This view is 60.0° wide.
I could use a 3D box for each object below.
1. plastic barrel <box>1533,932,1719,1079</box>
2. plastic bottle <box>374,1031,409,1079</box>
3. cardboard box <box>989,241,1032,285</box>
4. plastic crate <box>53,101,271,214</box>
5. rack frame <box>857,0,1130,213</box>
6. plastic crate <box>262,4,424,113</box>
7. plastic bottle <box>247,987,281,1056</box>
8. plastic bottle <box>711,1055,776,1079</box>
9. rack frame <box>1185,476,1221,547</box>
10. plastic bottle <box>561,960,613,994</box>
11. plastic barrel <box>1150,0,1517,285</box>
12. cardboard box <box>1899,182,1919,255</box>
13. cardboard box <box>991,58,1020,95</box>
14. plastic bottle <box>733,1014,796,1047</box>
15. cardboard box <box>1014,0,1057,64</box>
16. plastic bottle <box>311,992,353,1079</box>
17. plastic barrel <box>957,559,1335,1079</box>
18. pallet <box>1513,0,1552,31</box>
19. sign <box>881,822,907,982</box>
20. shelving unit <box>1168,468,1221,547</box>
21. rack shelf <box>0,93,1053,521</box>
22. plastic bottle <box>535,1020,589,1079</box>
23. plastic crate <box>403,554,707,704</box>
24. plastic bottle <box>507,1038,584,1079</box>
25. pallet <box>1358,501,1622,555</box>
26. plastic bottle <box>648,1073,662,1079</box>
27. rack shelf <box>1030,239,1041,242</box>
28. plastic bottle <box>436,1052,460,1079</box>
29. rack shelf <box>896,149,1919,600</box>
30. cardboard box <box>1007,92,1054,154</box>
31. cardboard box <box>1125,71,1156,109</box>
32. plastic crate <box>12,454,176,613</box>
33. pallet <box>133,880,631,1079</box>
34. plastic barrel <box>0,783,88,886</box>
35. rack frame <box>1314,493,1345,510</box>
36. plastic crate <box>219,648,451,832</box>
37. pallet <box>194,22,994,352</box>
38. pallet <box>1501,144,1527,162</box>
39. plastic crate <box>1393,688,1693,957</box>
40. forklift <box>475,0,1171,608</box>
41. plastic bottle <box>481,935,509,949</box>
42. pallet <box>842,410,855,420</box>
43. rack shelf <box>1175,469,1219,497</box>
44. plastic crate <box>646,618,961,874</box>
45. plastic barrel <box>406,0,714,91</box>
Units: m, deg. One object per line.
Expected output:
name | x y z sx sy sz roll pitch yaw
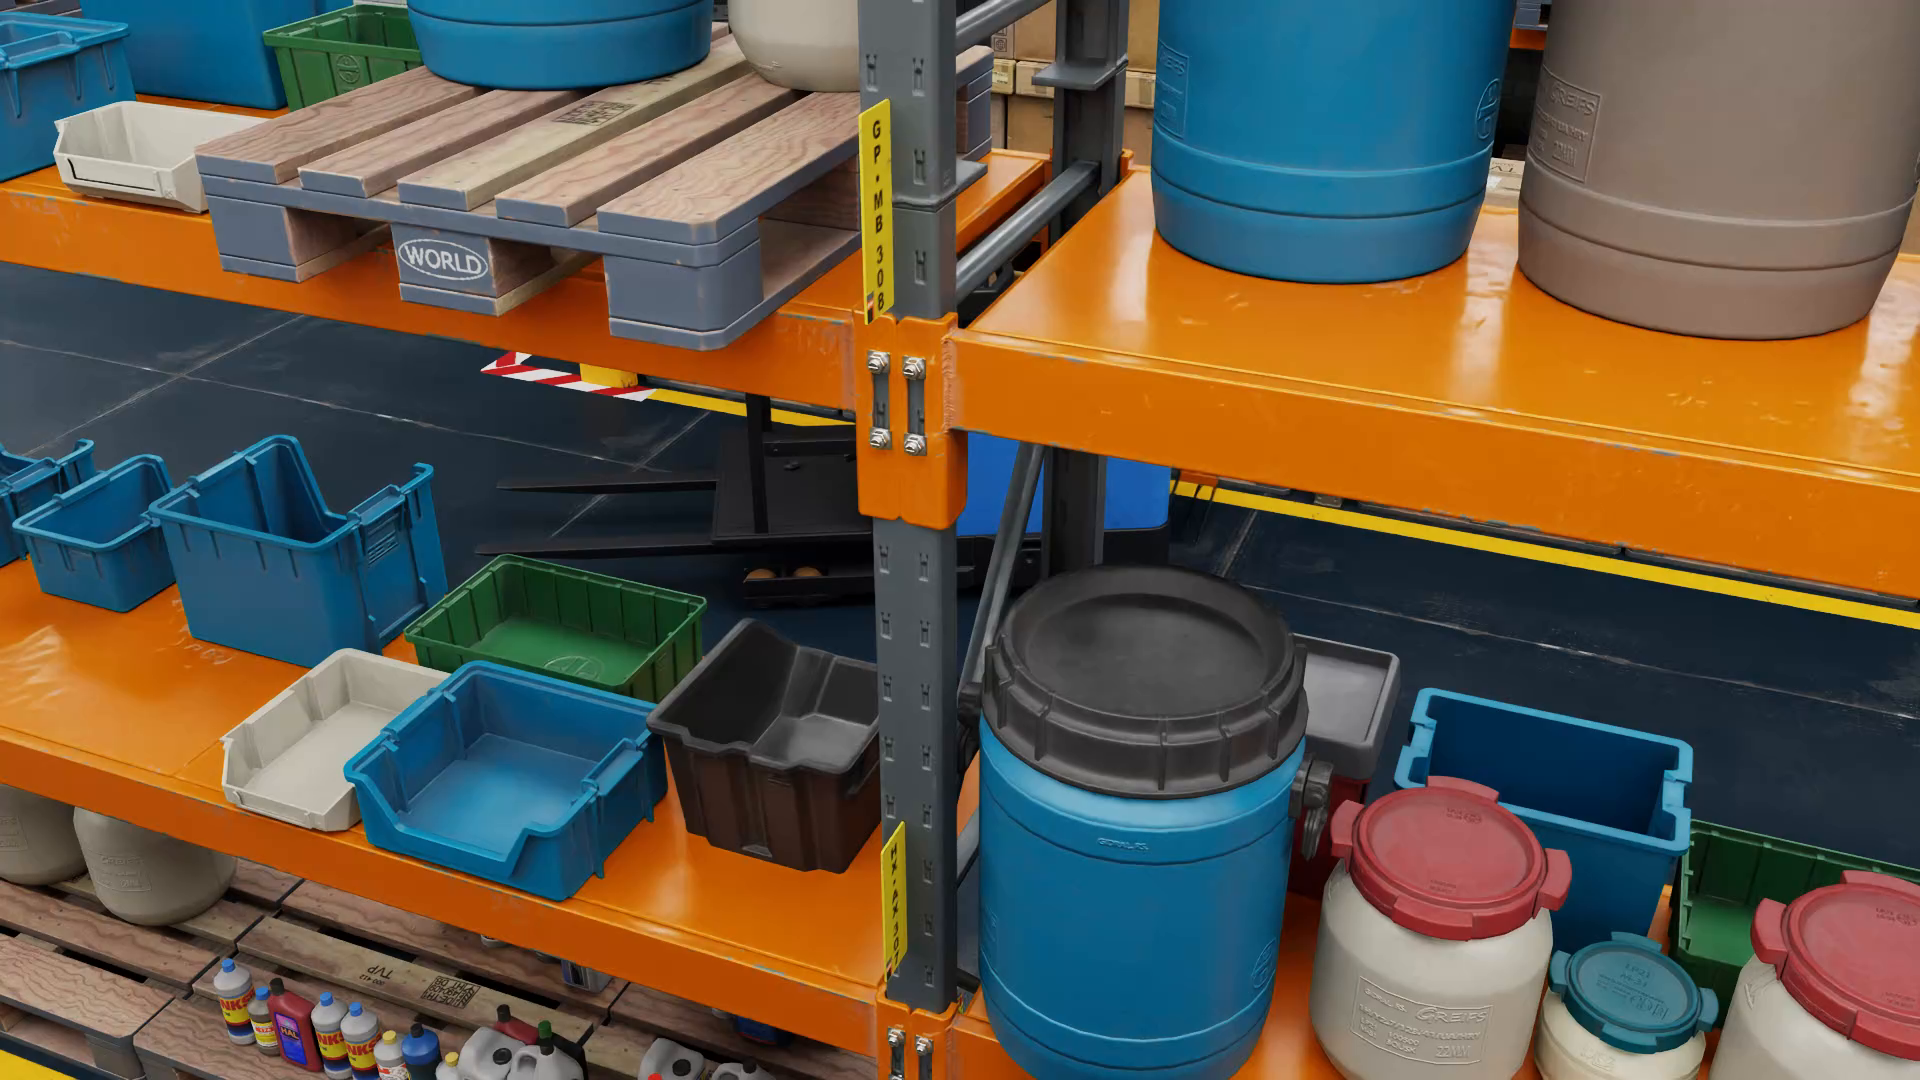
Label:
plastic barrel | 1.260 0.943 3.174 0.301 0.262 0.301 0 29 0
plastic bottle | -1.550 1.432 4.565 0.097 0.201 0.097 0 29 0
cardboard box | 0.053 -1.263 8.542 0.500 0.500 0.500 11 31 19
plastic crate | -1.548 -0.736 3.223 0.396 0.136 0.243 11 31 19
rack frame | 0.092 -2.044 2.221 0.127 3.000 1.000 11 31 19
plastic crate | -1.268 -1.062 3.747 0.450 0.188 0.336 11 31 19
plastic bottle | -1.956 1.351 4.708 0.097 0.201 0.097 0 29 0
plastic bottle | -0.559 1.476 4.335 0.185 0.351 0.144 11 31 19
rack frame | 1.220 -0.541 7.517 0.006 1.200 0.240 10 28 -10
plastic bottle | -1.102 1.182 4.931 0.135 0.276 0.152 11 31 19
plastic barrel | 0.644 -0.961 2.844 0.708 0.901 0.600 11 31 19
cardboard box | 4.103 -1.297 6.894 0.500 0.500 0.500 10 31 16
cardboard box | 0.202 -2.252 7.925 0.250 0.149 0.380 12 32 21
plastic bottle | -0.555 1.257 4.723 0.185 0.351 0.144 11 31 19
cardboard box | 0.611 -2.563 7.817 0.500 0.500 0.700 11 31 19
plastic bottle | -1.734 1.365 4.613 0.097 0.271 0.097 0 29 0
plastic barrel | 0.336 0.559 3.203 0.708 0.901 0.600 11 31 19
pallet | 4.470 -3.658 11.369 1.213 0.211 1.003 11 31 19
sign | -0.126 0.696 3.189 0.005 0.325 0.100 11 31 19
shelving unit | 1.132 -0.556 7.501 0.189 1.200 0.258 10 28 -10
rack shelf | -1.762 -0.795 3.791 4.000 0.370 1.077 11 31 19
plastic bottle | -1.076 1.424 4.495 0.133 0.283 0.061 11 31 19
plastic crate | -1.060 0.280 4.421 0.662 0.188 0.450 11 31 19
plastic bottle | -1.091 1.446 4.388 0.185 0.351 0.144 11 31 19
pallet | 2.655 -0.358 8.168 1.213 0.211 1.003 11 31 19
plastic bottle | -0.791 1.506 4.282 0.185 0.351 0.144 10 31 17
rack shelf | 0.104 -1.747 8.523 4.000 0.370 1.077 11 31 19
plastic bottle | -1.360 1.470 4.497 0.097 0.201 0.097 0 29 0
rack shelf | 1.945 -0.055 2.481 4.000 0.370 1.077 11 31 19
cardboard box | 0.589 -2.002 8.142 0.500 0.500 0.700 12 32 20
cardboard box | 0.909 -2.111 7.675 0.250 0.149 0.380 11 31 19
plastic crate | -2.439 -0.029 4.903 0.408 0.251 0.499 11 31 19
pallet | -1.650 1.413 5.035 1.213 0.211 1.003 11 31 19
plastic barrel | -2.976 0.815 5.361 0.421 0.512 0.421 0 29 0
rack frame | 1.957 -1.690 7.692 0.127 3.000 1.000 11 31 19
plastic crate | -1.508 0.498 4.089 0.437 0.136 0.530 11 31 19
pallet | -0.614 -0.745 3.163 1.003 0.211 1.213 11 31 19
pallet | 4.538 -2.592 12.122 1.213 0.211 1.003 11 31 19
plastic crate | 1.231 0.637 3.591 0.575 0.384 0.392 11 31 19
forklift | -0.621 -1.251 6.984 3.031 2.935 1.130 -2 30 -4
plastic bottle | -1.426 1.139 5.083 0.097 0.201 0.097 0 29 0
pallet | 0.102 -0.867 9.070 1.213 0.211 1.003 11 31 19
rack shelf | 1.066 -0.313 7.633 0.180 0.103 0.258 10 28 -10
plastic crate | -0.346 0.440 3.986 0.504 0.338 0.767 11 31 19
plastic barrel | -0.790 -1.372 3.145 0.708 0.901 0.600 11 31 19
